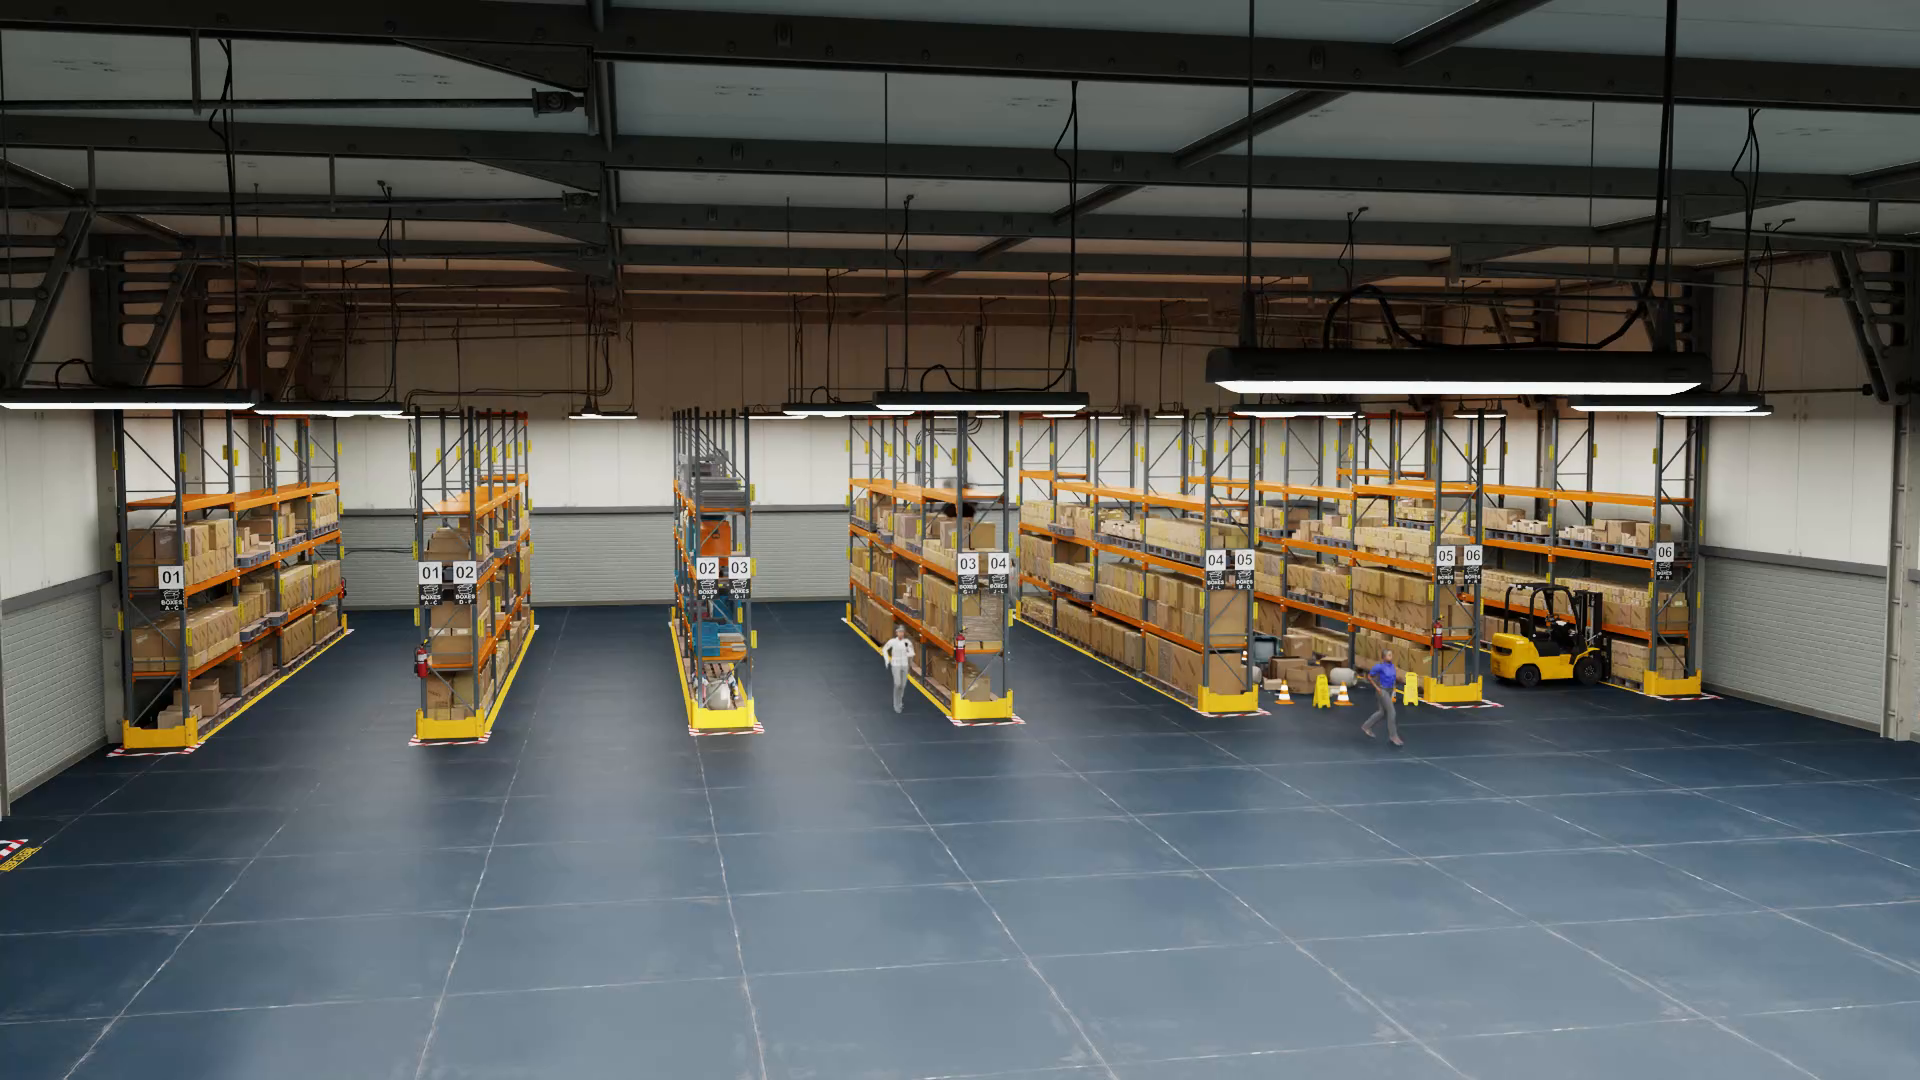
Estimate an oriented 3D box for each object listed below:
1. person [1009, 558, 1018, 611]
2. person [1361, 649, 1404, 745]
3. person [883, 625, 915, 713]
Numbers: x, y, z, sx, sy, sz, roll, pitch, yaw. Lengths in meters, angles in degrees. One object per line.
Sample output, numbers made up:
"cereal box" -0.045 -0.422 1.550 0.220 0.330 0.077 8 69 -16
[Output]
"person" 1.537 1.346 49.827 0.725 1.620 0.583 -1 4 -15
"person" 7.596 2.792 29.734 0.847 1.673 0.561 4 5 41
"person" -1.192 2.541 32.920 0.576 1.749 0.732 -1 4 -18
